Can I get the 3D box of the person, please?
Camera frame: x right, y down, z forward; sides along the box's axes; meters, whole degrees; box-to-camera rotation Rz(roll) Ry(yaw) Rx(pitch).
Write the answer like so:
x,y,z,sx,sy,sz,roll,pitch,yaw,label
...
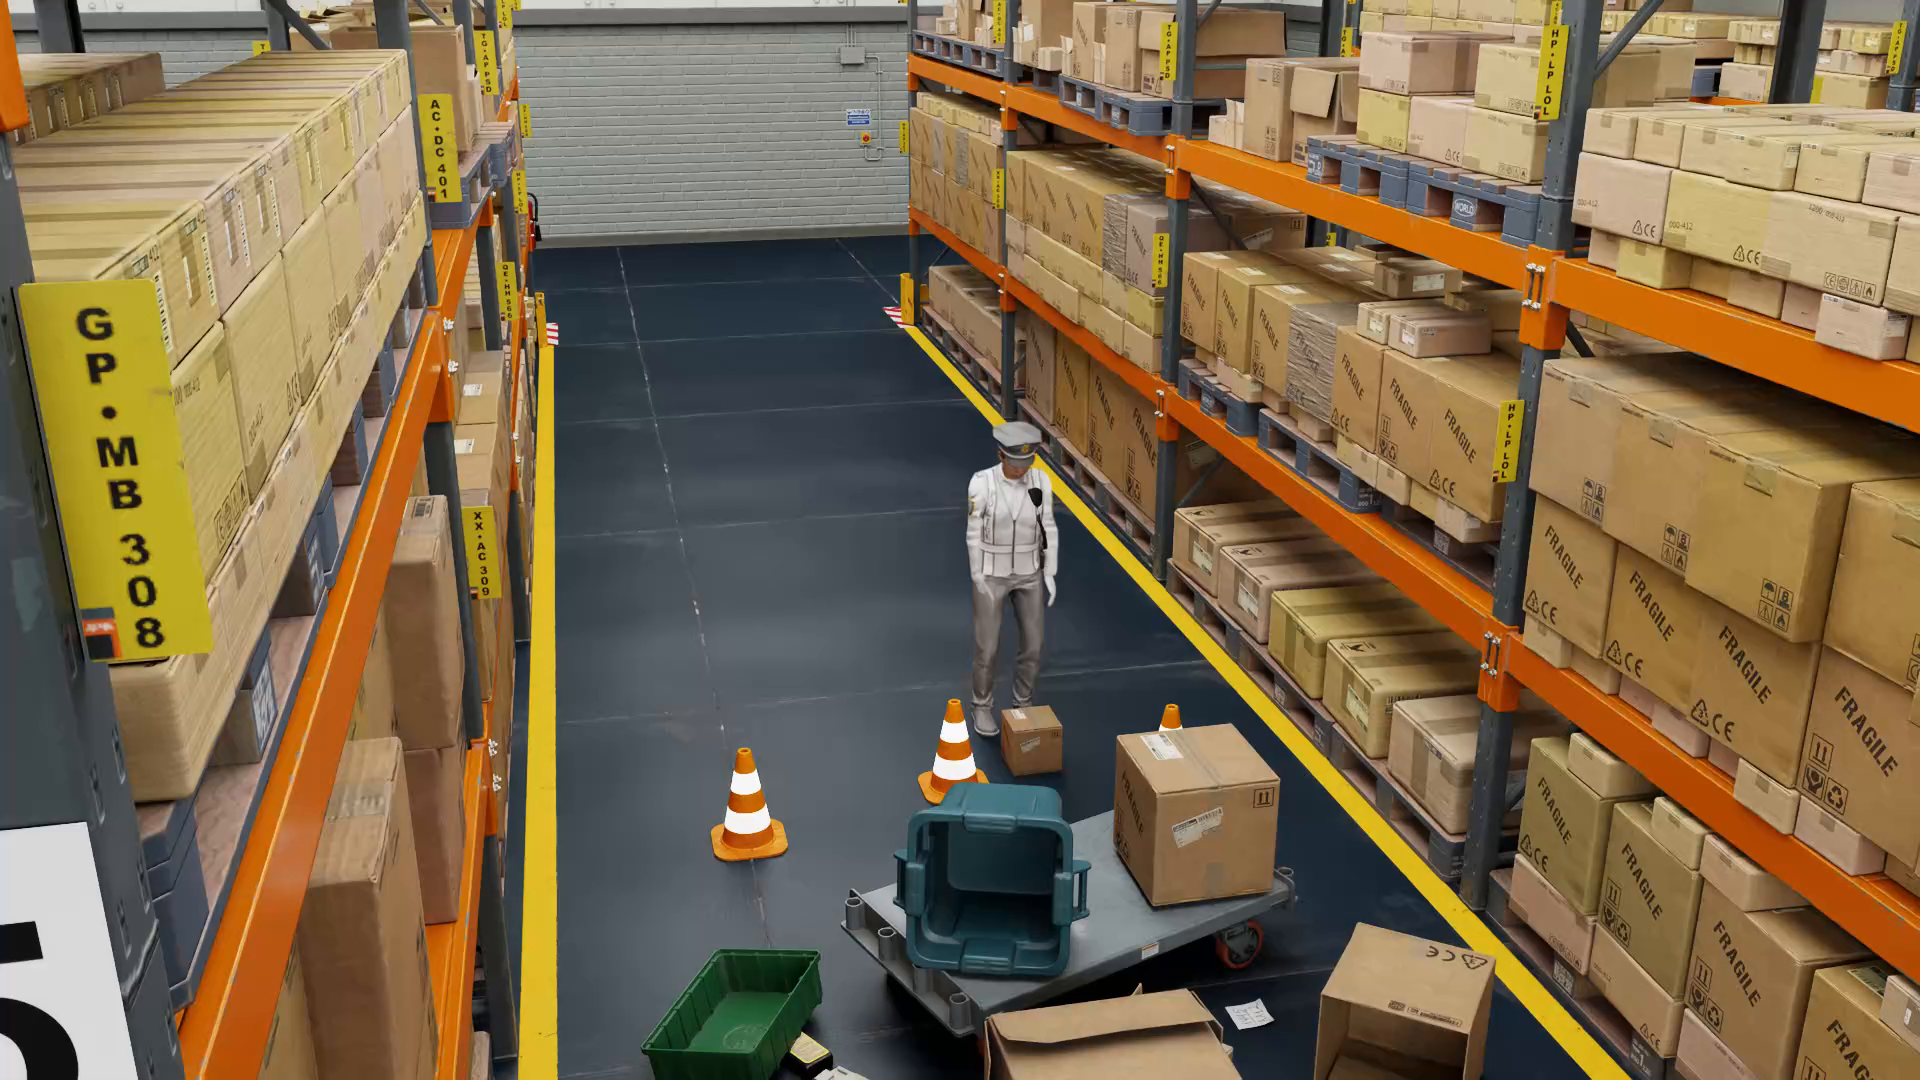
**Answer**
x,y,z,sx,sy,sz,roll,pitch,yaw,label
0.272,0.200,8.542,0.482,1.654,0.366,-4,20,-11,person
